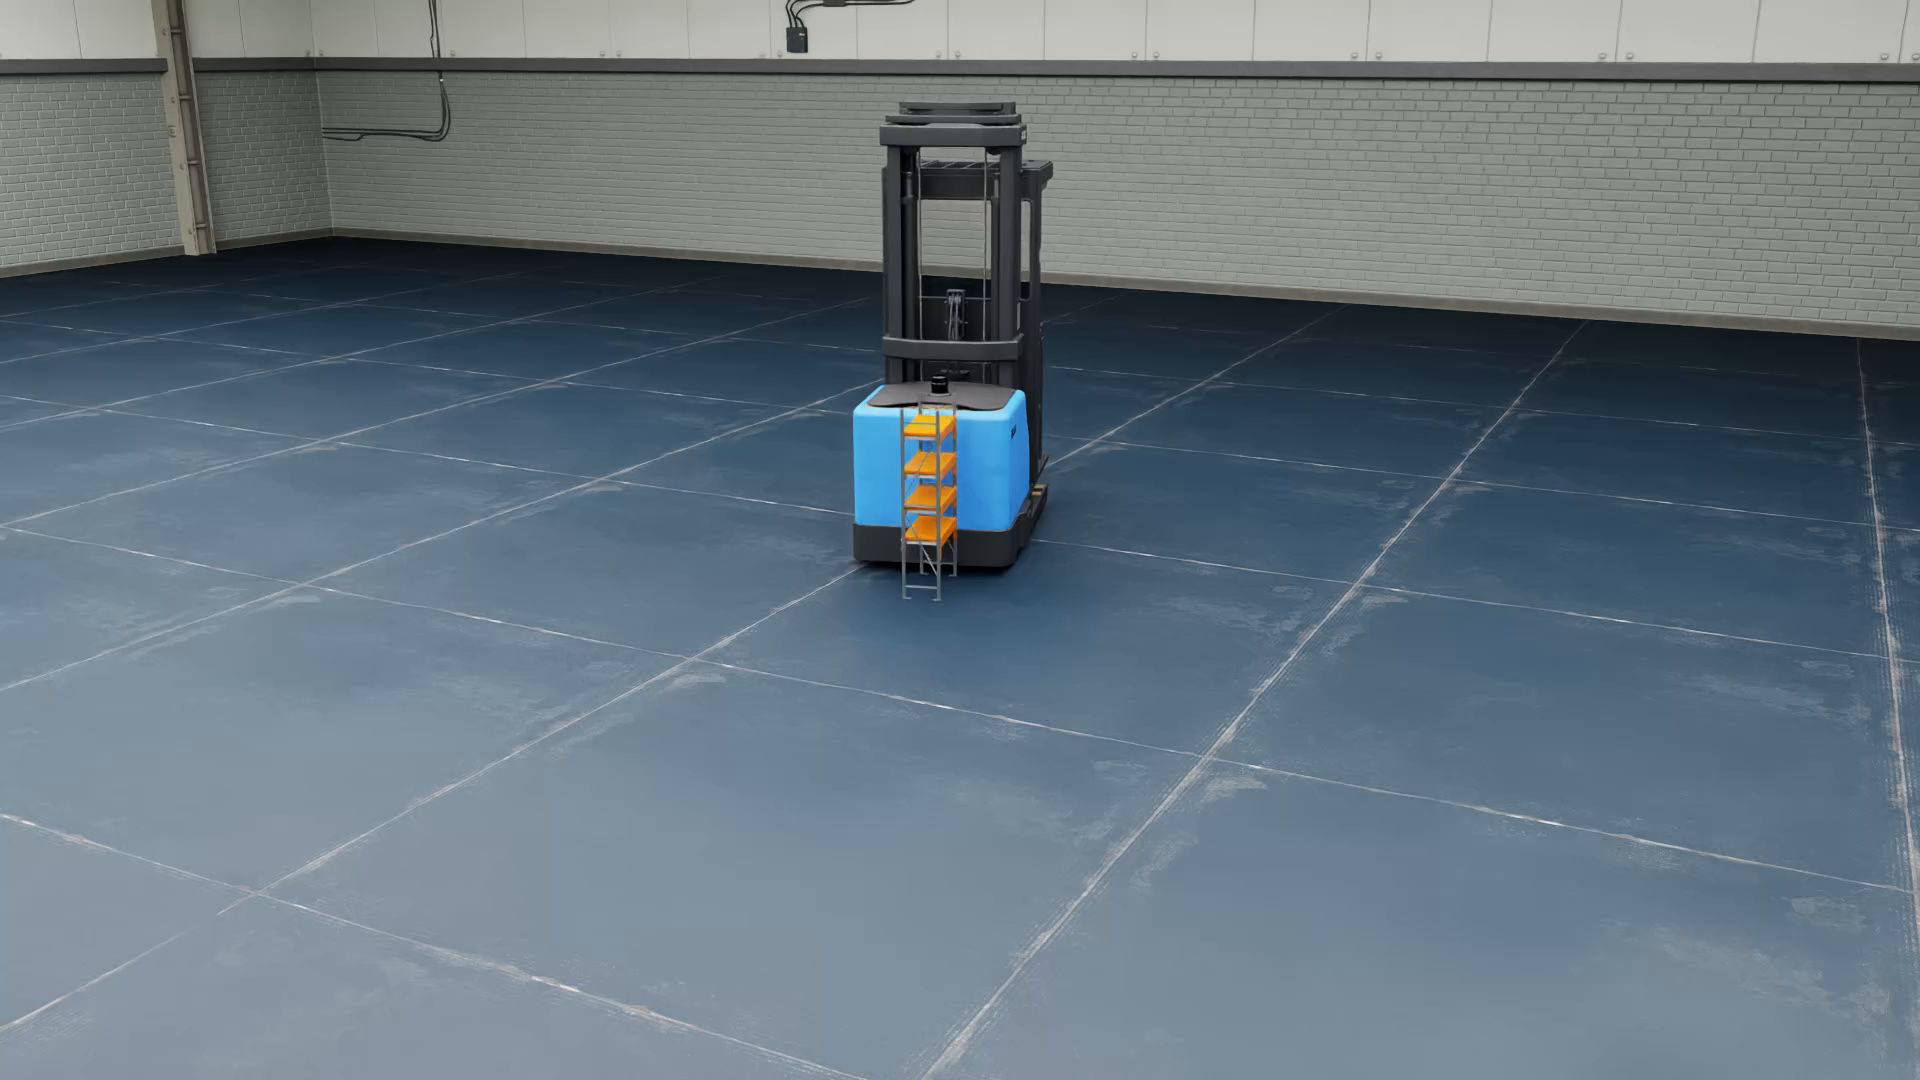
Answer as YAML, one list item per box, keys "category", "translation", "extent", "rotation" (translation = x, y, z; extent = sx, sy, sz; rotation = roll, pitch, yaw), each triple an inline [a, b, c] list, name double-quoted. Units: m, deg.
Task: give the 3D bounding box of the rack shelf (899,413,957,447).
- category: "rack shelf"
  translation: [-0.192, -0.650, 10.209]
  extent: [0.258, 0.148, 0.480]
  rotation: [3, 18, 11]

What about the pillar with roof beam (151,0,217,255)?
- category: "pillar with roof beam"
  translation: [-8.677, -8.490, 24.303]
  extent: [9.100, 9.000, 0.400]
  rotation: [8, 18, 25]

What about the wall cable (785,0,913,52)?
- category: "wall cable"
  translation: [-1.543, -10.038, 23.542]
  extent: [2.305, 6.003, 0.169]
  rotation: [8, 18, 25]

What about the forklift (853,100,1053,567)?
- category: "forklift"
  translation: [0.052, -1.607, 11.787]
  extent: [1.130, 2.935, 3.031]
  rotation: [3, 17, 9]

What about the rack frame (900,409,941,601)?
- category: "rack frame"
  translation: [-0.239, -0.203, 10.100]
  extent: [0.240, 1.200, 0.015]
  rotation: [3, 18, 11]

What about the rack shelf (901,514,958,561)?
- category: "rack shelf"
  translation: [-0.189, -0.022, 10.408]
  extent: [0.258, 0.148, 0.480]
  rotation: [3, 18, 11]

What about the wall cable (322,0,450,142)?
- category: "wall cable"
  translation: [-10.029, -8.131, 28.549]
  extent: [3.097, 2.526, 0.112]
  rotation: [8, 18, 25]

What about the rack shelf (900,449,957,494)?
- category: "rack shelf"
  translation: [-0.191, -0.424, 10.281]
  extent: [0.258, 0.148, 0.480]
  rotation: [3, 18, 11]

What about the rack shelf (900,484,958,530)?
- category: "rack shelf"
  translation: [-0.190, -0.211, 10.348]
  extent: [0.258, 0.148, 0.480]
  rotation: [3, 18, 11]

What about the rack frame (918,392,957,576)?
- category: "rack frame"
  translation: [-0.141, -0.347, 10.556]
  extent: [0.240, 1.200, 0.015]
  rotation: [3, 18, 11]

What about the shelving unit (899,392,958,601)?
- category: "shelving unit"
  translation: [-0.190, -0.275, 10.328]
  extent: [0.258, 1.200, 0.503]
  rotation: [3, 18, 11]
